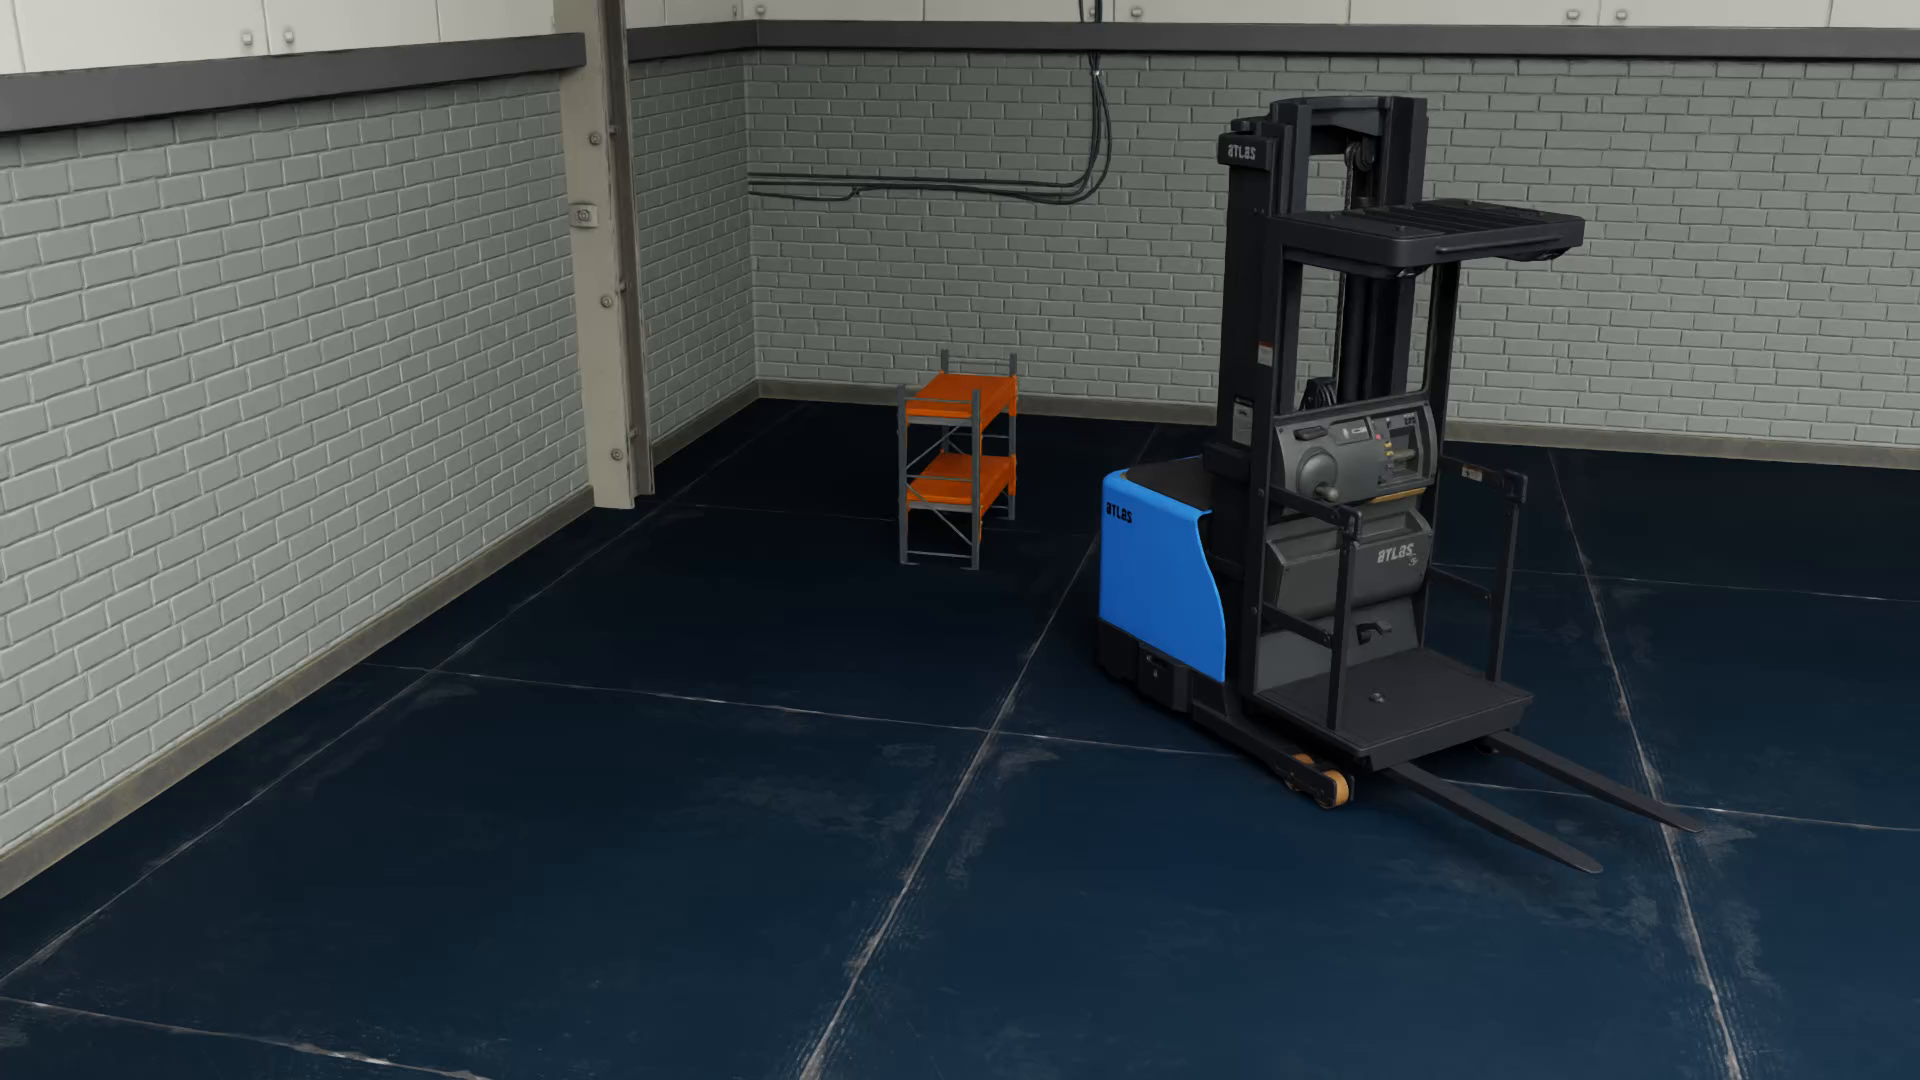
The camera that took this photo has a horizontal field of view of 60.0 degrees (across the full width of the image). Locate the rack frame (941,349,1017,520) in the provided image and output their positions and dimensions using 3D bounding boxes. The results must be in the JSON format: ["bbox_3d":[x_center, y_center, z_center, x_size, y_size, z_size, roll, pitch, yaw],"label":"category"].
[{"bbox_3d":[0.123,-0.690,10.966,0.500,1.125,0.032,5,19,13],"label":"rack frame"}]

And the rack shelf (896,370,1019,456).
[{"bbox_3d":[-0.002,-0.807,10.405,0.538,0.278,1.000,5,19,13],"label":"rack shelf"}]

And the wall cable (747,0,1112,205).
[{"bbox_3d":[-0.332,-3.891,12.960,3.097,2.526,0.112,5,19,13],"label":"wall cable"}]

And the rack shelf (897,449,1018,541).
[{"bbox_3d":[-0.002,-0.299,10.579,0.538,0.278,1.000,5,19,13],"label":"rack shelf"}]

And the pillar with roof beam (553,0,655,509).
[{"bbox_3d":[1.841,-4.201,9.065,9.100,9.000,0.400,5,19,13],"label":"pillar with roof beam"}]

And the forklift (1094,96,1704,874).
[{"bbox_3d":[1.896,-0.386,7.284,1.130,2.935,3.031,-11,22,-30],"label":"forklift"}]

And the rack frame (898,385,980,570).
[{"bbox_3d":[-0.126,-0.371,10.033,0.500,1.125,0.032,5,19,13],"label":"rack frame"}]

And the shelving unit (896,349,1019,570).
[{"bbox_3d":[-0.002,-0.530,10.500,0.538,1.125,1.048,5,19,13],"label":"shelving unit"}]
